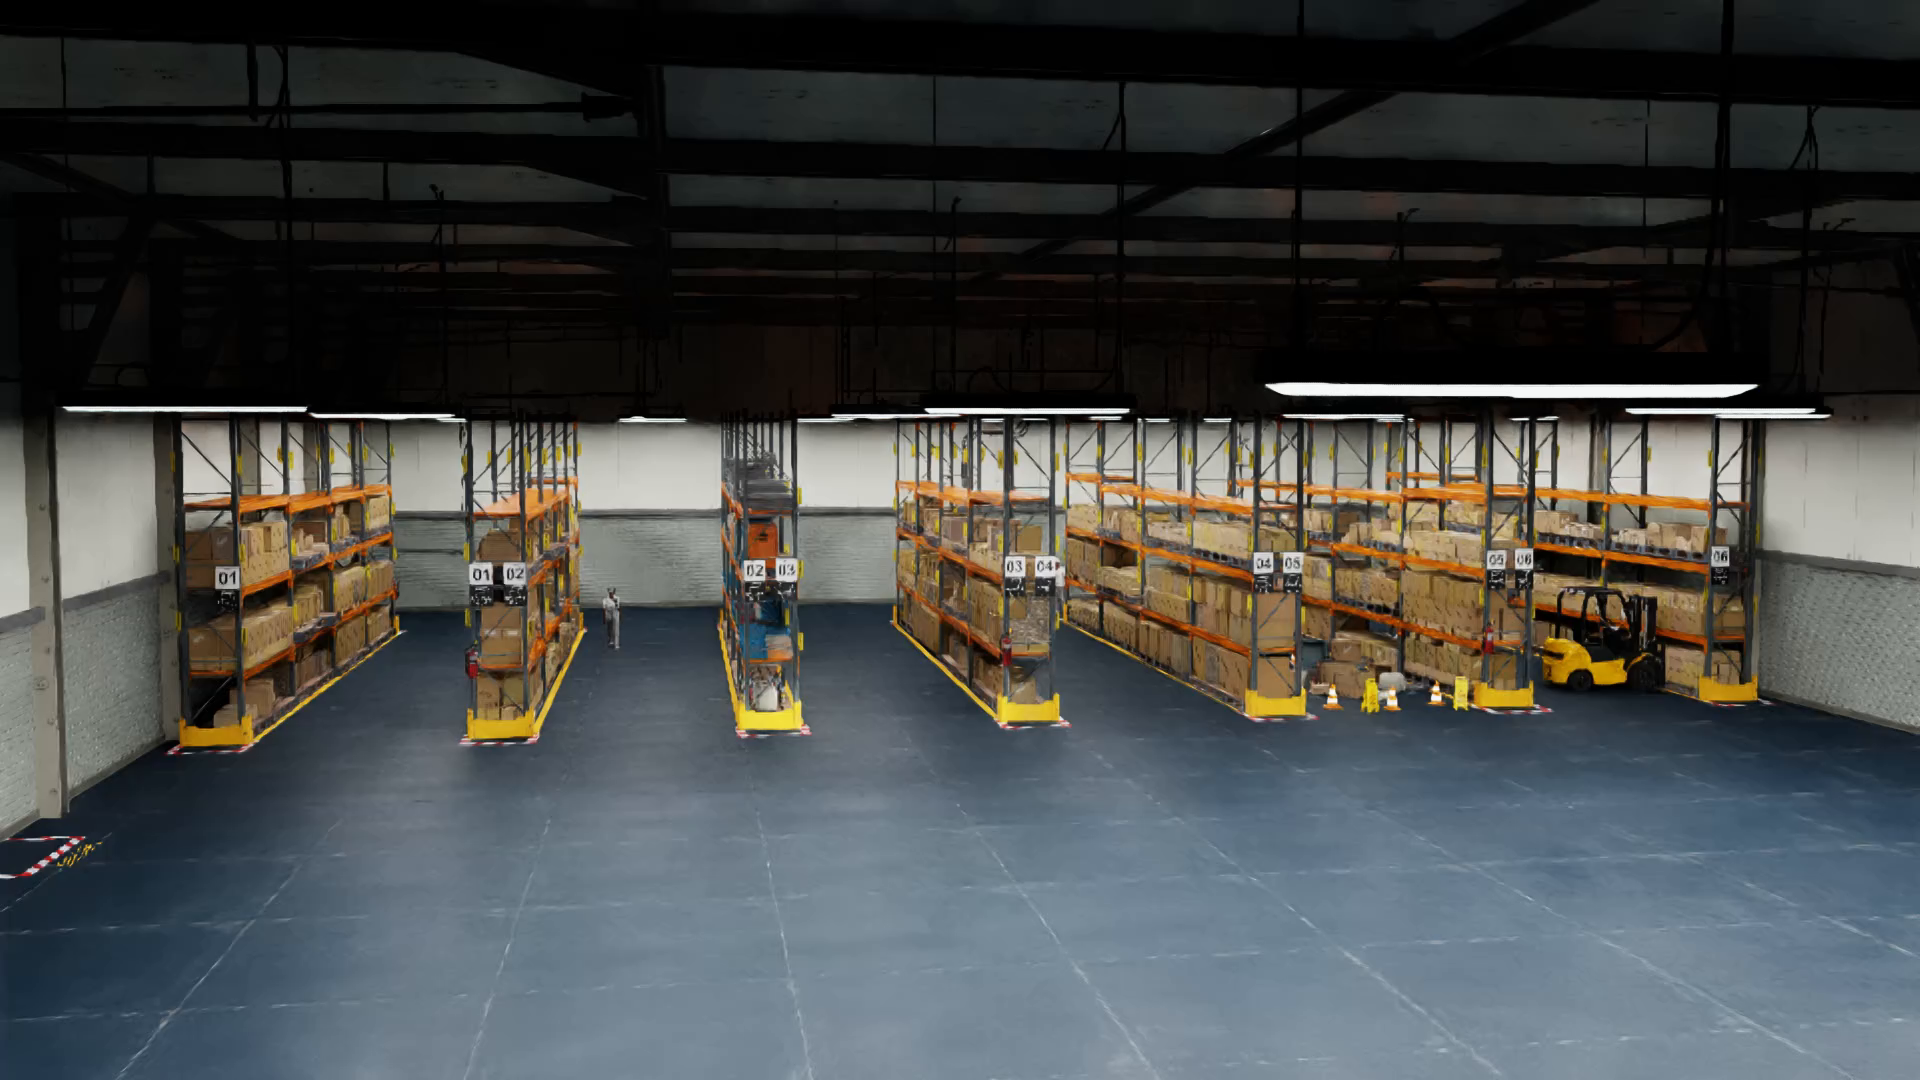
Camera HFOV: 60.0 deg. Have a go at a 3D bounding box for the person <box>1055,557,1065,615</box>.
[{"bbox_3d":[2.972,1.379,49.843,0.607,1.752,0.574,2,4,26],"label":"person"}]

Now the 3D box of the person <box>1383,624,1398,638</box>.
[{"bbox_3d":[11.591,1.804,44.572,0.527,1.588,0.510,1,4,18],"label":"person"}]

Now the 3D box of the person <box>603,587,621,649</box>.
[{"bbox_3d":[-8.862,1.959,42.341,0.456,1.589,1.088,-1,4,-7],"label":"person"}]
